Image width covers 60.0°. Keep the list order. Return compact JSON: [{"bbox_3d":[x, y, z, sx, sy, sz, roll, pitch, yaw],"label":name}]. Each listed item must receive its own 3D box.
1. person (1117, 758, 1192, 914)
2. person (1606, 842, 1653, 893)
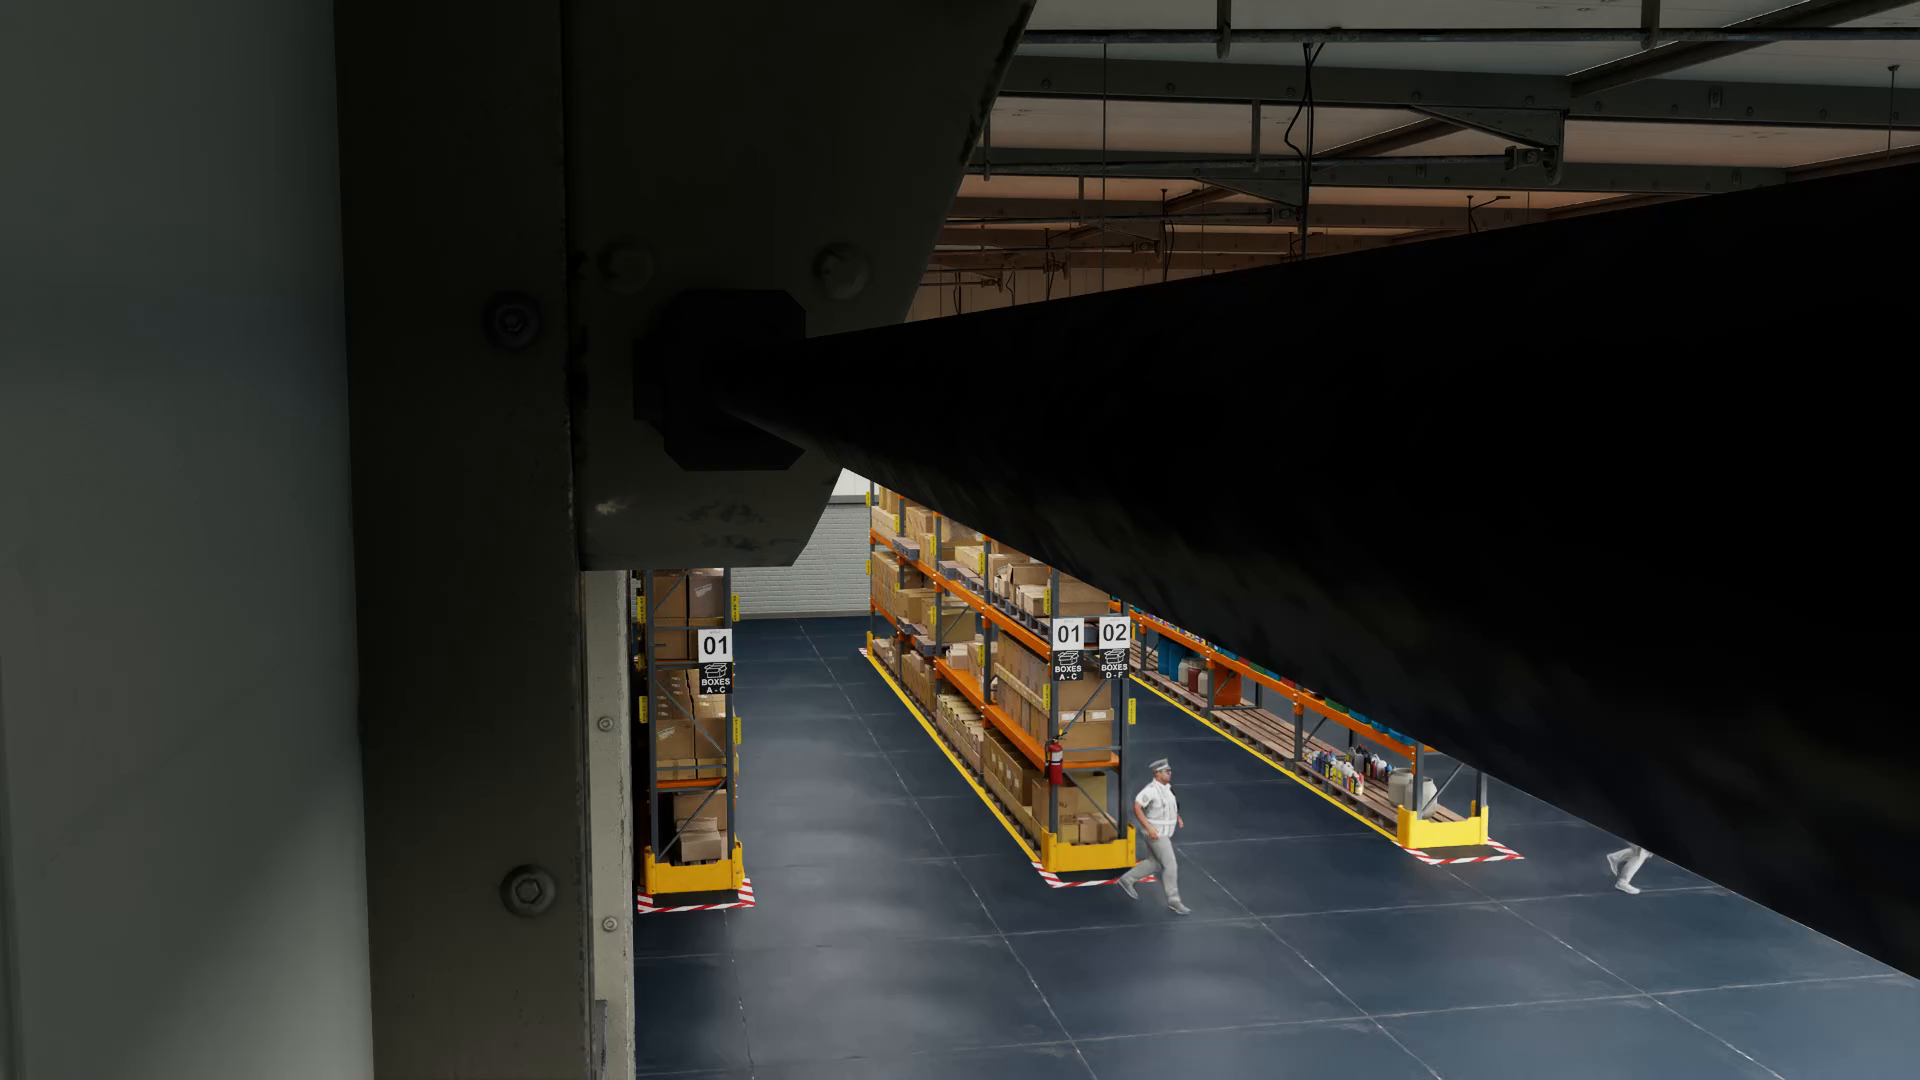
[{"bbox_3d":[2.296,3.432,19.464,0.921,1.801,0.683,2,6,19],"label":"person"},{"bbox_3d":[8.159,3.428,20.053,0.586,1.665,0.640,3,7,24],"label":"person"}]
